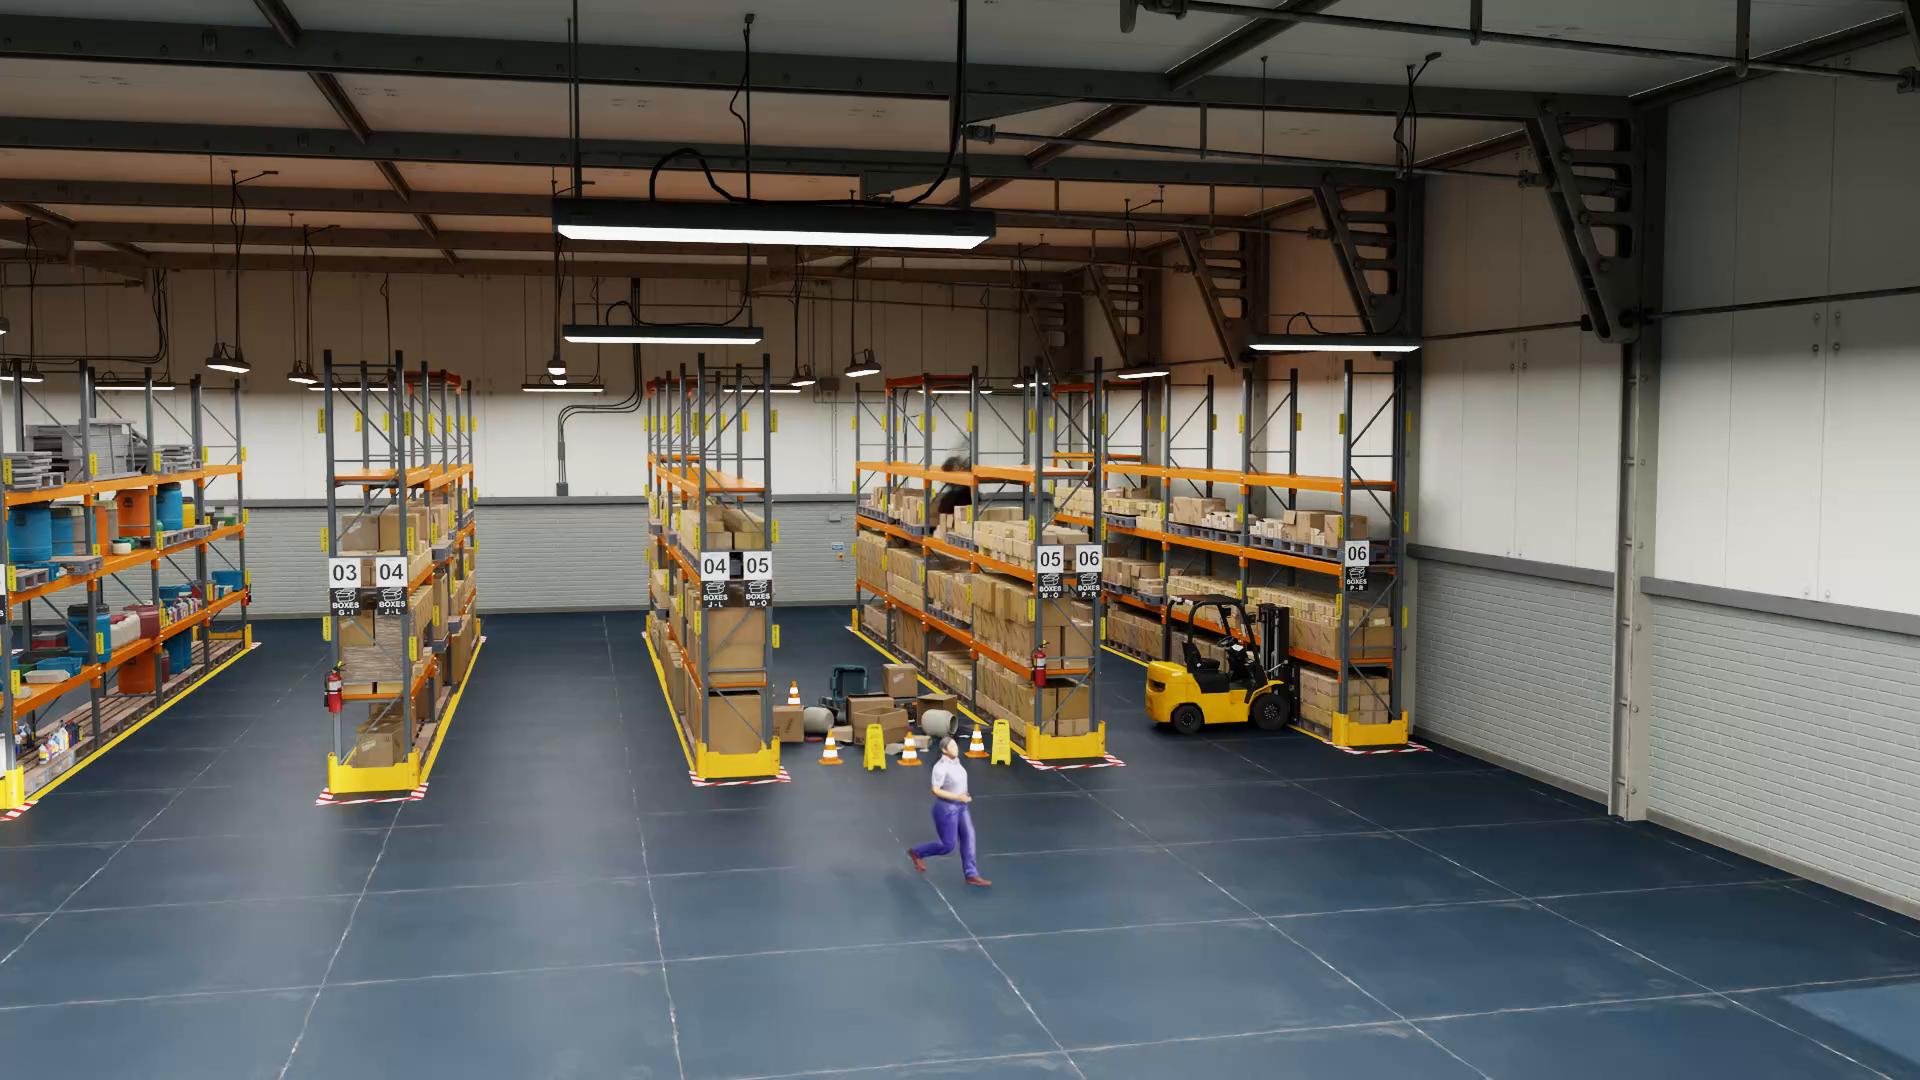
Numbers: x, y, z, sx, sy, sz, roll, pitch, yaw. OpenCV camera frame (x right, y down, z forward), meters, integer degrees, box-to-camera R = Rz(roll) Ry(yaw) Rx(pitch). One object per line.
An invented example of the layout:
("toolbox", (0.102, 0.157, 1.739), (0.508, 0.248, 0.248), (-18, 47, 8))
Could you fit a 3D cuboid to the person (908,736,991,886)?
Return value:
("person", (-0.096, 2.935, 18.088), (0.932, 1.614, 0.621), (2, 4, 26))
